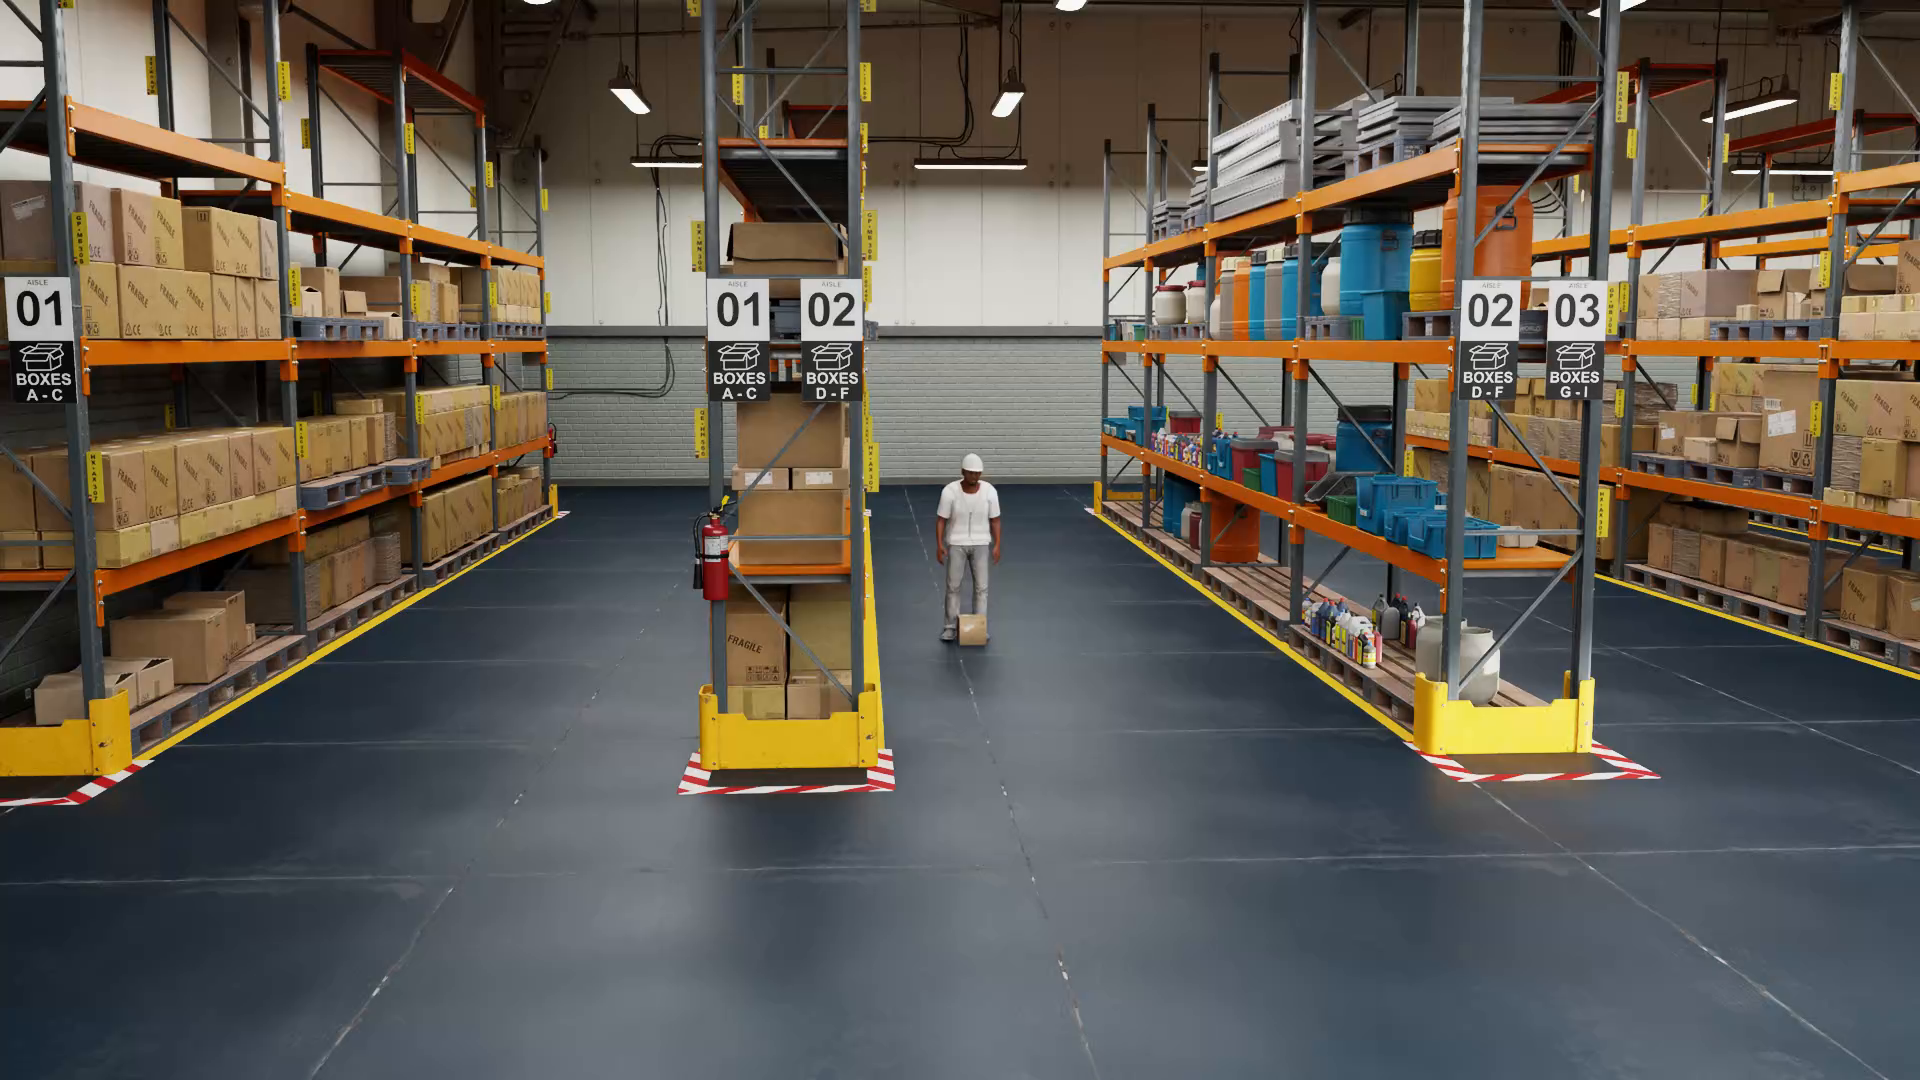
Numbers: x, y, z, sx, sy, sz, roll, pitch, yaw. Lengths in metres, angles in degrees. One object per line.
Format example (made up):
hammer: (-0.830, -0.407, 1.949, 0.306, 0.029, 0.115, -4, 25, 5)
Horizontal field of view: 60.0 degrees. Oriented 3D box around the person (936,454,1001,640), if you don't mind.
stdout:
person: (0.084, 0.063, 15.645, 0.622, 1.759, 0.462, -1, 7, -6)
